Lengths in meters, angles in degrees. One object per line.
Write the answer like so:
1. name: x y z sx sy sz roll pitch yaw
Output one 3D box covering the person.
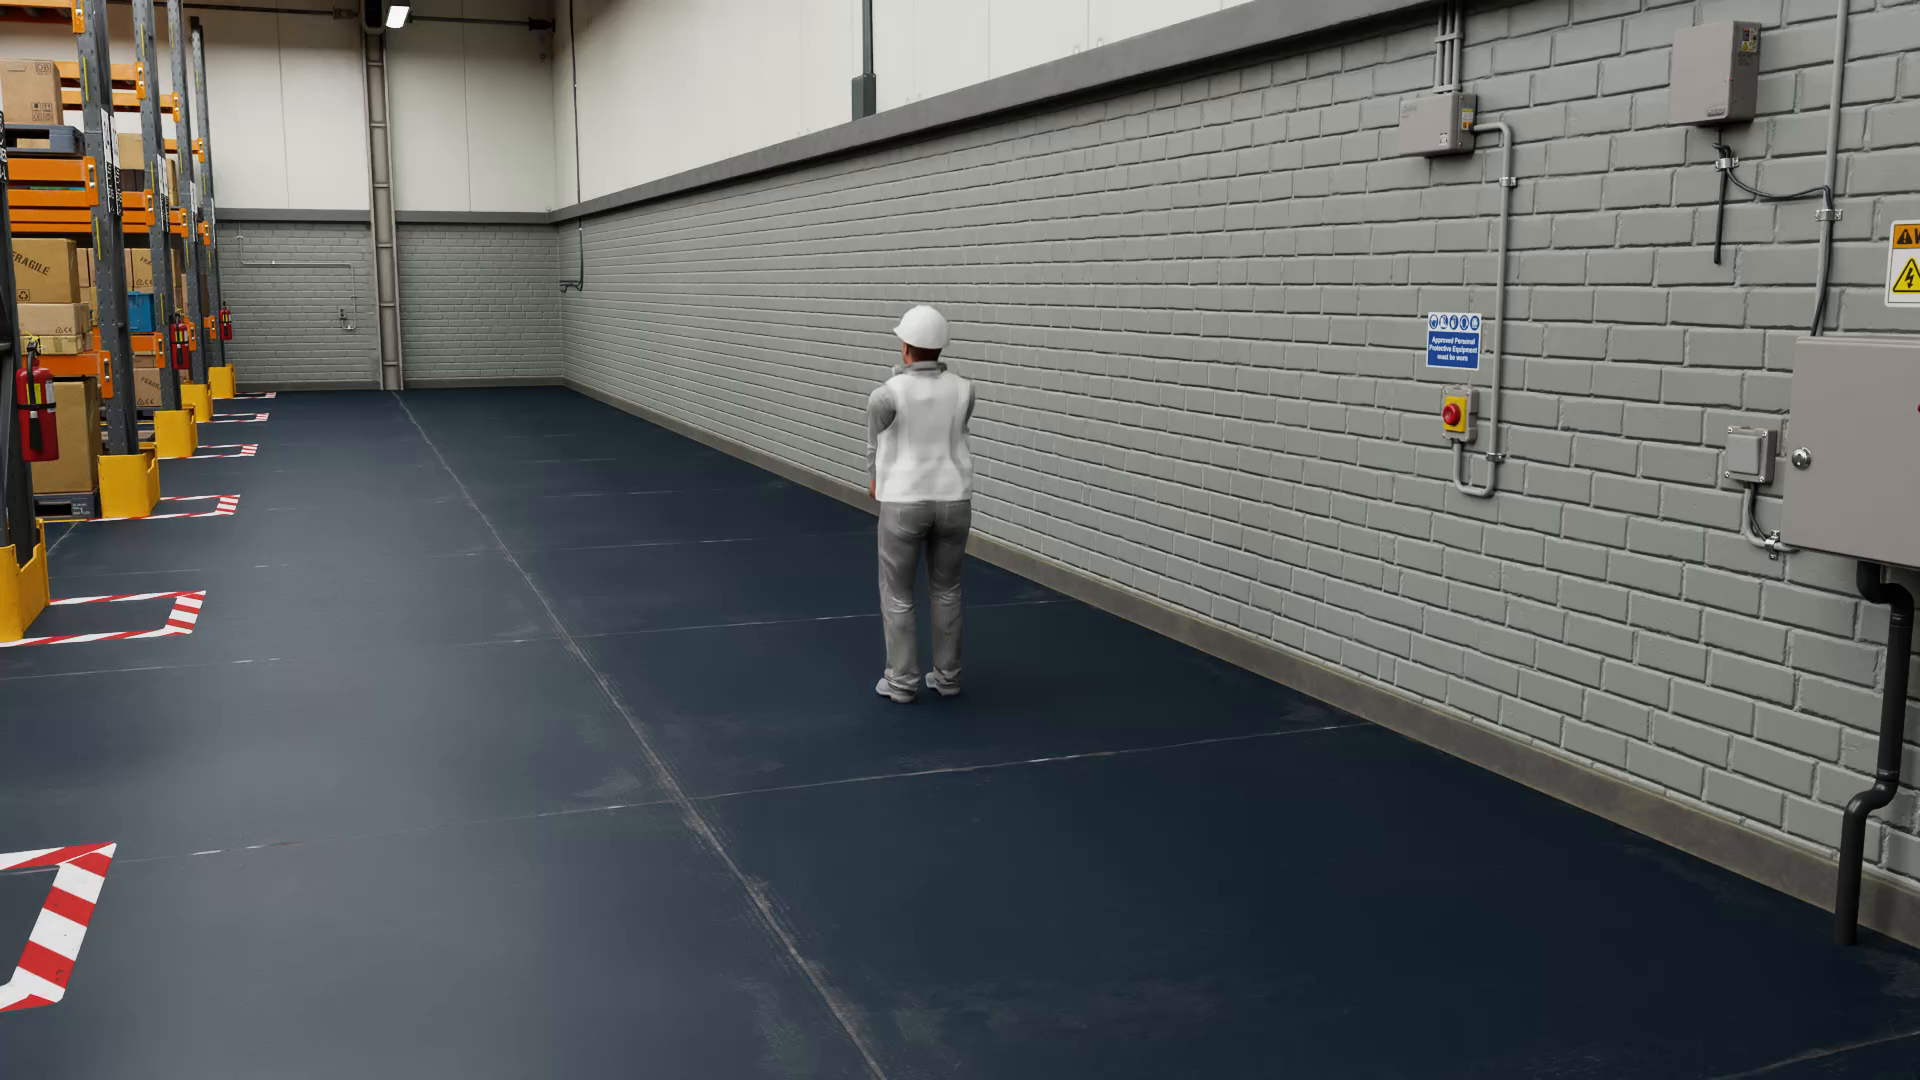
1. person: -0.208 -0.172 7.515 0.494 1.763 0.557 -3 9 -20
